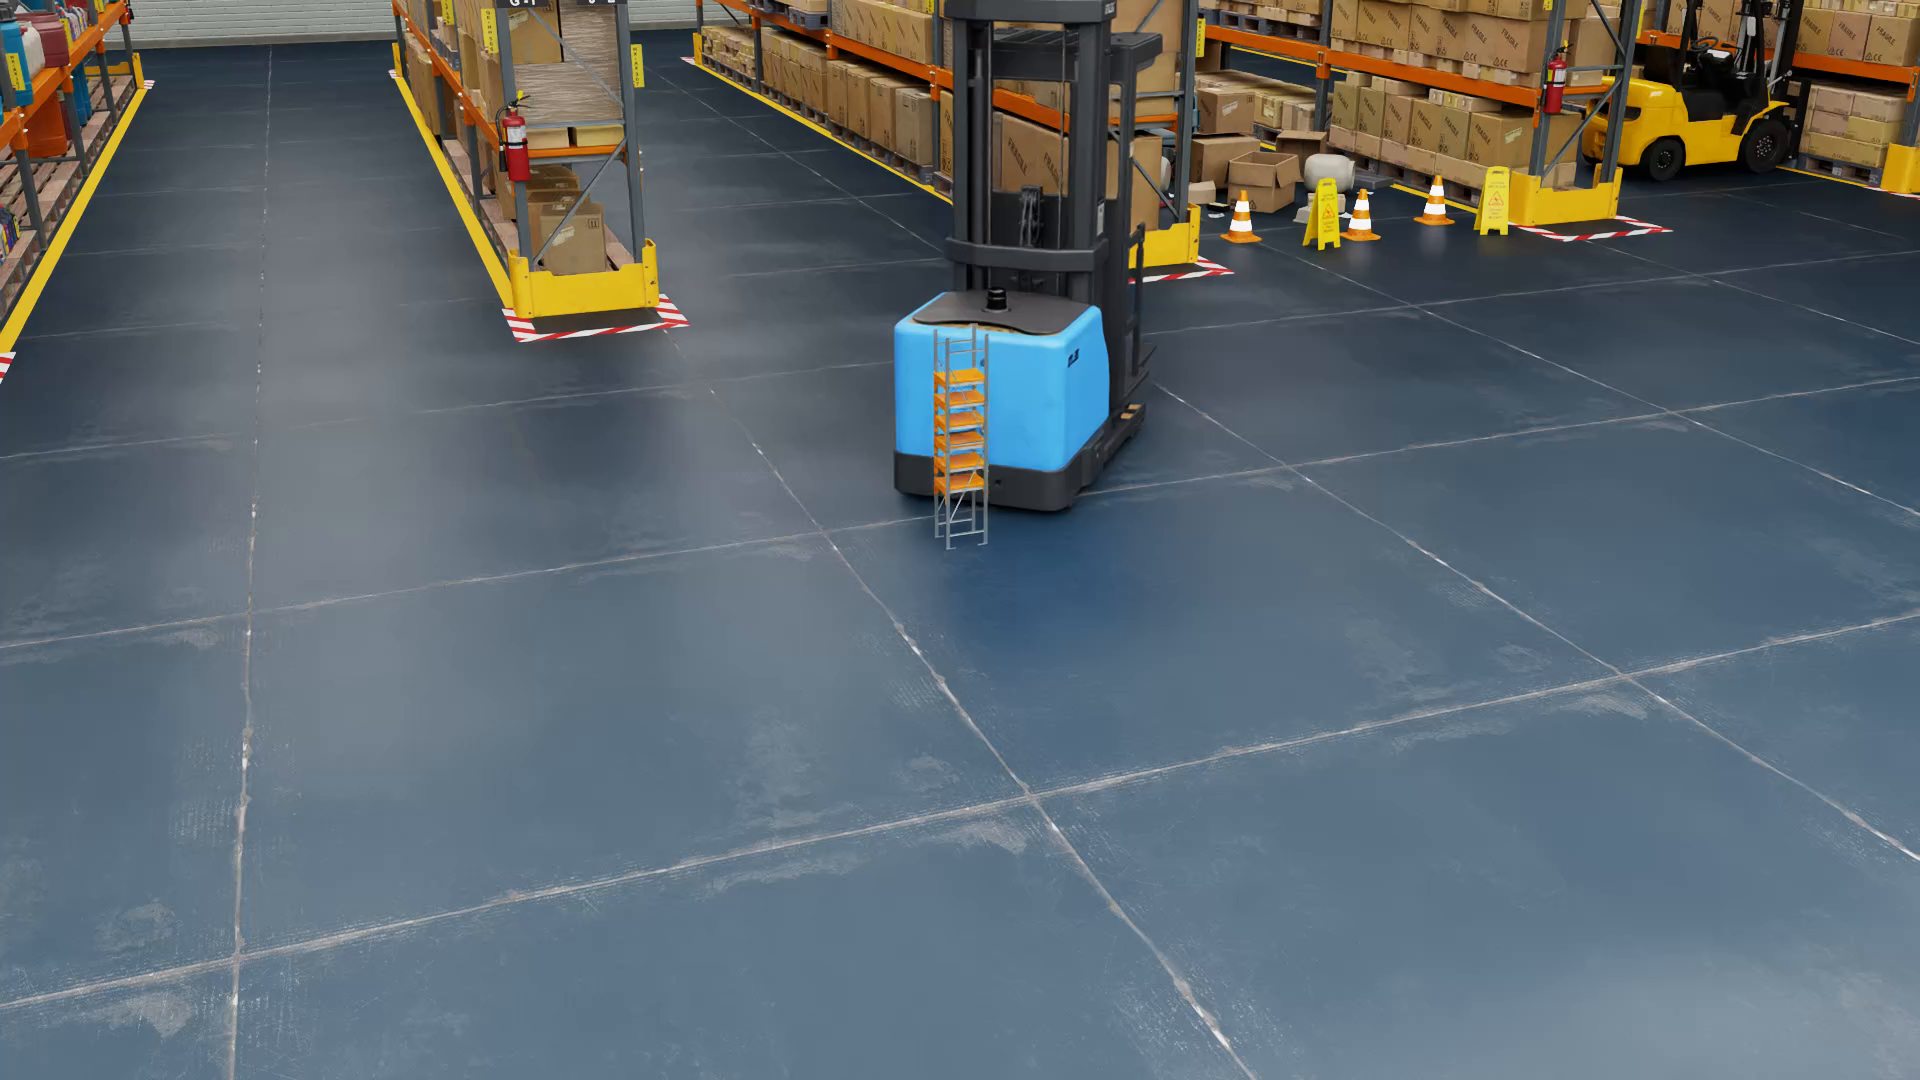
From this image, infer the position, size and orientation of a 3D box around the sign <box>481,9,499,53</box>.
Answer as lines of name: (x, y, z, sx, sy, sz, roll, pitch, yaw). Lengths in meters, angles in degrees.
sign: (-3.604, -3.902, 12.749, 0.100, 0.325, 0.005, -8, 24, -19)

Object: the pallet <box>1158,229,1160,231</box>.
pallet: (1.243, -2.931, 15.931, 1.003, 0.211, 1.213, -8, 24, -19)

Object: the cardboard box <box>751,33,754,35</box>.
cardboard box: (-3.216, -8.266, 27.364, 0.380, 0.149, 0.250, -9, 25, -21)

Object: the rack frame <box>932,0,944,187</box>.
rack frame: (0.185, -5.389, 18.174, 1.000, 3.000, 0.127, -8, 24, -19)

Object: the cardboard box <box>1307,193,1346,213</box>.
cardboard box: (3.841, -3.537, 17.450, 0.380, 0.149, 0.250, 4, 23, 9)

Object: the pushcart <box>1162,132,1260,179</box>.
pushcart: (2.665, -4.566, 19.597, 1.648, 0.377, 0.936, -18, 29, -37)

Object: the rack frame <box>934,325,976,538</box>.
rack frame: (-0.027, -0.581, 9.083, 0.240, 1.200, 0.006, -8, 24, -19)

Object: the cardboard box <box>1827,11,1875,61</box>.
cardboard box: (10.242, -5.713, 18.813, 0.500, 0.500, 0.500, -8, 24, -17)

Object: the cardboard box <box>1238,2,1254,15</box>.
cardboard box: (3.834, -6.899, 21.539, 0.380, 0.149, 0.250, -8, 24, -17)

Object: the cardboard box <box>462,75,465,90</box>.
cardboard box: (-4.696, -4.510, 16.412, 0.380, 0.149, 0.250, -8, 24, -19)

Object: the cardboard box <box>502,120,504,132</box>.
cardboard box: (-3.596, -3.426, 13.840, 0.380, 0.149, 0.250, -8, 24, -19)

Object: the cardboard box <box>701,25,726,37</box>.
cardboard box: (-4.187, -8.666, 28.314, 0.380, 0.149, 0.250, -10, 25, -21)

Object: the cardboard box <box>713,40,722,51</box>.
cardboard box: (-3.907, -8.249, 27.705, 0.380, 0.149, 0.250, -8, 24, -17)

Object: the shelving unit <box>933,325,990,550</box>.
shelving unit: (0.005, -0.548, 9.004, 0.258, 1.200, 0.189, -8, 24, -19)

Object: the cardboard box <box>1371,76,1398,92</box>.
cardboard box: (4.908, -5.184, 18.887, 0.380, 0.149, 0.250, -7, 24, -17)

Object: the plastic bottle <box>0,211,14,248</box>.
plastic bottle: (-8.559, -2.784, 14.837, 0.144, 0.351, 0.185, -10, 25, -22)

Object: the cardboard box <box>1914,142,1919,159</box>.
cardboard box: (10.845, -4.466, 18.983, 0.500, 0.250, 0.500, -8, 24, -19)

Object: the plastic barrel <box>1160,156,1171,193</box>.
plastic barrel: (2.021, -4.000, 18.196, 0.512, 0.421, 0.421, 8, 24, 18)

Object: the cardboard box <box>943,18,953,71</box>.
cardboard box: (0.327, -5.326, 17.831, 0.875, 0.550, 0.550, -8, 24, -19)

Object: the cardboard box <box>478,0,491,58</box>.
cardboard box: (-3.685, -4.283, 13.750, 0.500, 0.500, 0.500, -8, 24, -19)

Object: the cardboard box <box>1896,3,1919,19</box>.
cardboard box: (10.451, -5.767, 18.106, 0.380, 0.149, 0.250, -8, 24, -18)

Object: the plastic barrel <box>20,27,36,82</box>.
plastic barrel: (-9.669, -4.930, 16.910, 0.433, 0.535, 0.433, 0, 23, 0)

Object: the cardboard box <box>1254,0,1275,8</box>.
cardboard box: (4.050, -6.986, 20.912, 0.500, 0.500, 0.500, -7, 24, -17)

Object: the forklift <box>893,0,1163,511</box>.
forklift: (0.589, -2.058, 10.359, 1.130, 2.935, 3.031, 8, 24, 18)

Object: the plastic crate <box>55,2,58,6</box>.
plastic crate: (-12.847, -7.470, 23.374, 0.293, 0.136, 0.466, -8, 24, -19)

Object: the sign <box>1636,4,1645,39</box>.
sign: (6.701, -5.125, 16.433, 0.100, 0.325, 0.005, -8, 24, -19)

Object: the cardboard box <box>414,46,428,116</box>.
cardboard box: (-6.436, -5.992, 21.799, 1.225, 0.875, 0.875, -8, 24, -19)

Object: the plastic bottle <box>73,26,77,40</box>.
plastic bottle: (-11.005, -6.295, 20.578, 0.097, 0.201, 0.097, 0, 23, 0)

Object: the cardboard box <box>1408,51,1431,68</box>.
cardboard box: (5.150, -5.277, 18.232, 0.380, 0.149, 0.250, -8, 24, -19)

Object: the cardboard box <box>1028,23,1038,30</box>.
cardboard box: (1.152, -5.052, 15.791, 0.875, 0.550, 0.550, -8, 24, -19)

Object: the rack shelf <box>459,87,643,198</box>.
rack shelf: (-3.784, -3.687, 15.062, 1.077, 0.370, 4.000, -8, 24, -19)

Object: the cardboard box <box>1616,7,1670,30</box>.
cardboard box: (9.000, -6.866, 21.870, 0.500, 0.250, 0.500, -8, 24, -18)

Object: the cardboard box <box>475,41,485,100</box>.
cardboard box: (-3.837, -4.215, 14.876, 0.875, 0.500, 0.500, -8, 24, -19)

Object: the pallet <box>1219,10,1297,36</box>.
pallet: (4.105, -6.756, 21.665, 1.003, 0.211, 1.213, -8, 24, -19)

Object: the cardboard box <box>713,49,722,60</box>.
cardboard box: (-3.917, -8.114, 27.769, 0.380, 0.149, 0.250, -8, 24, -18)

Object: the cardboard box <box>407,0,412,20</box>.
cardboard box: (-7.388, -7.497, 23.046, 0.500, 0.500, 0.500, -8, 24, -19)

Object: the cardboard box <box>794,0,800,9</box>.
cardboard box: (-2.009, -7.220, 22.302, 0.380, 0.149, 0.250, -8, 24, -18)

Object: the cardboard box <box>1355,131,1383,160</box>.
cardboard box: (4.935, -4.588, 19.272, 0.500, 0.250, 0.500, -7, 24, -16)

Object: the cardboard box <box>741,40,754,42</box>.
cardboard box: (-3.251, -7.825, 26.318, 0.380, 0.149, 0.250, -8, 24, -17)

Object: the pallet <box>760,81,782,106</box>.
pallet: (-2.364, -6.728, 24.942, 1.003, 0.211, 1.213, -8, 24, -19)

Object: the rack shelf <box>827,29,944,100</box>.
rack shelf: (-0.521, -5.784, 20.038, 1.077, 0.370, 4.000, -8, 24, -19)

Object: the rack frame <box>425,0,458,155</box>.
rack frame: (-5.904, -6.199, 20.095, 1.000, 3.000, 0.127, -8, 24, -19)

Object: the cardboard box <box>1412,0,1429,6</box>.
cardboard box: (5.314, -6.008, 17.843, 0.700, 0.500, 0.500, -9, 24, -19)

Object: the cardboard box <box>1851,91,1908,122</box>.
cardboard box: (10.381, -4.846, 18.597, 0.500, 0.250, 0.500, -8, 24, -17)

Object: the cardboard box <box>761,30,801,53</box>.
cardboard box: (-2.627, -7.378, 24.606, 0.500, 0.250, 0.500, -9, 25, -21)

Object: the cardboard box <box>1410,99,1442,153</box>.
cardboard box: (5.307, -4.553, 18.223, 0.500, 0.500, 0.500, -9, 24, -20)

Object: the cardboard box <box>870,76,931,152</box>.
cardboard box: (-0.455, -5.110, 19.868, 1.050, 0.750, 0.750, -8, 24, -19)

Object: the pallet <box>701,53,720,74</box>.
pallet: (-3.773, -8.137, 28.284, 1.003, 0.211, 1.213, -8, 24, -19)

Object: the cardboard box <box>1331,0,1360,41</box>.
cardboard box: (4.675, -6.090, 19.326, 0.500, 0.500, 0.500, -8, 24, -19)

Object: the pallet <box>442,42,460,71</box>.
pallet: (-5.166, -5.397, 18.439, 1.003, 0.211, 1.213, -8, 24, -19)

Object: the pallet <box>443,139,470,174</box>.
pallet: (-5.629, -4.630, 19.963, 1.003, 0.211, 1.213, -8, 24, -19)

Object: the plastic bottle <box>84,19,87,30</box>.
plastic bottle: (-11.442, -6.744, 21.644, 0.097, 0.201, 0.097, 0, 23, 0)
